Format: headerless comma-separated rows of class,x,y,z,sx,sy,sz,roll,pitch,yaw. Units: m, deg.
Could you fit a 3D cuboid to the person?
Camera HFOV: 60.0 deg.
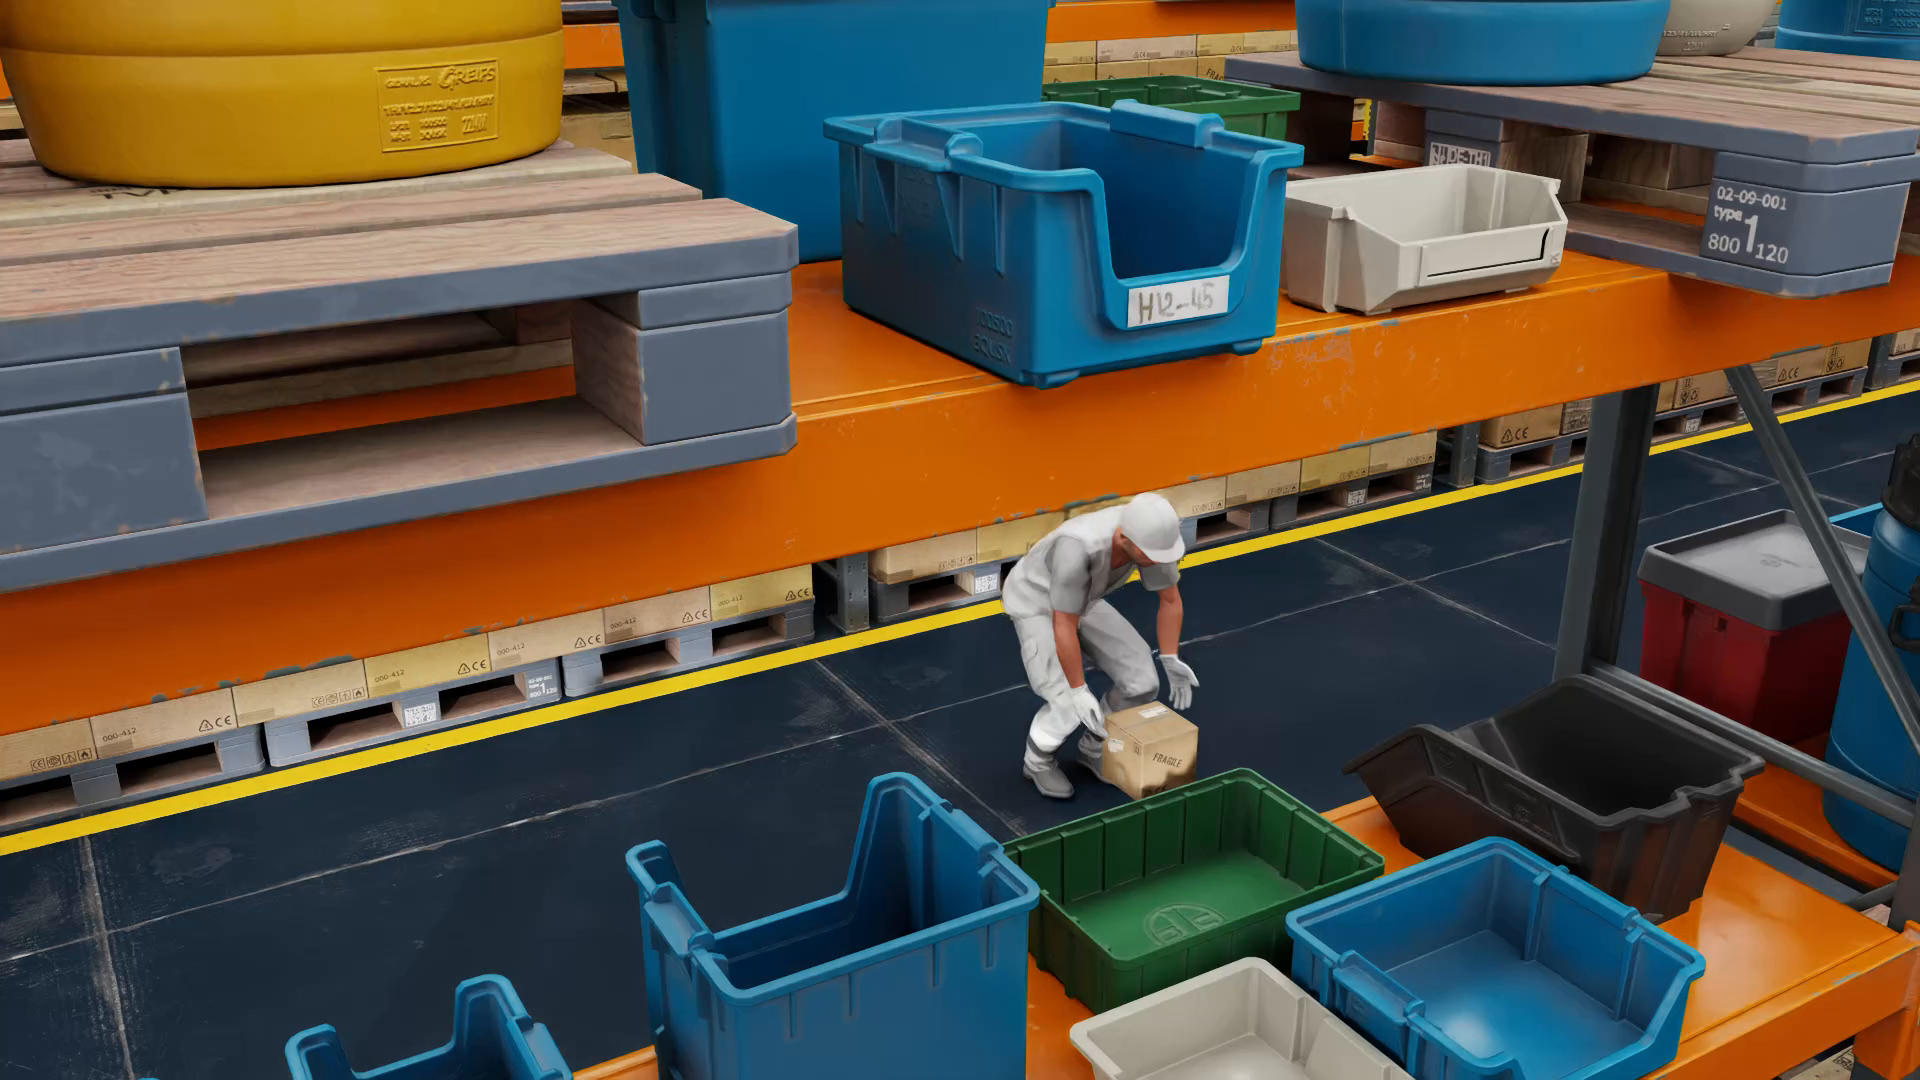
person,0.531,0.354,6.332,0.584,1.295,0.816,-12,25,-28
